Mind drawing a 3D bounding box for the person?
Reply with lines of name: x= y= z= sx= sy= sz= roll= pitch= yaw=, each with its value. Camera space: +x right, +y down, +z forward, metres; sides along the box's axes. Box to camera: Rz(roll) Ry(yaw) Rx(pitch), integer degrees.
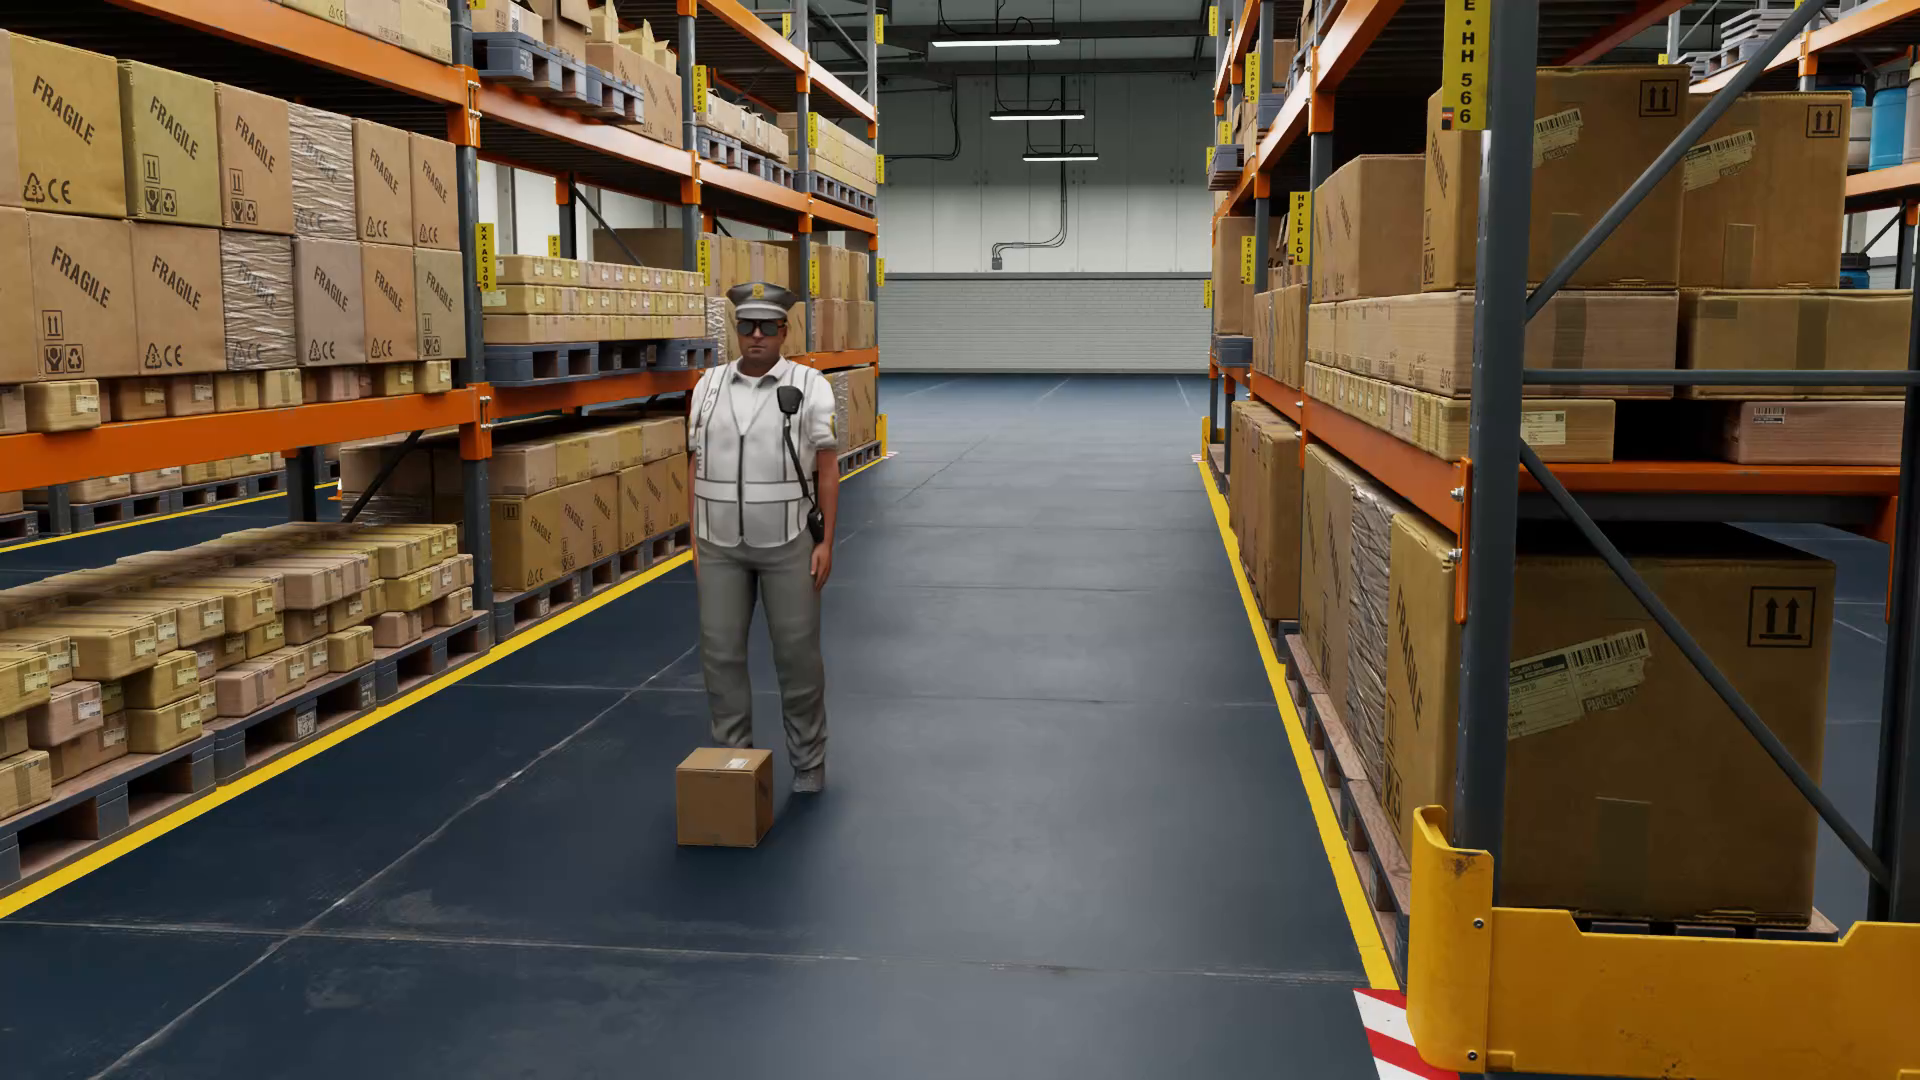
person: x=-0.680 y=0.046 z=5.699 sx=0.530 sy=1.846 sz=0.401 roll=1 pitch=8 yaw=7
